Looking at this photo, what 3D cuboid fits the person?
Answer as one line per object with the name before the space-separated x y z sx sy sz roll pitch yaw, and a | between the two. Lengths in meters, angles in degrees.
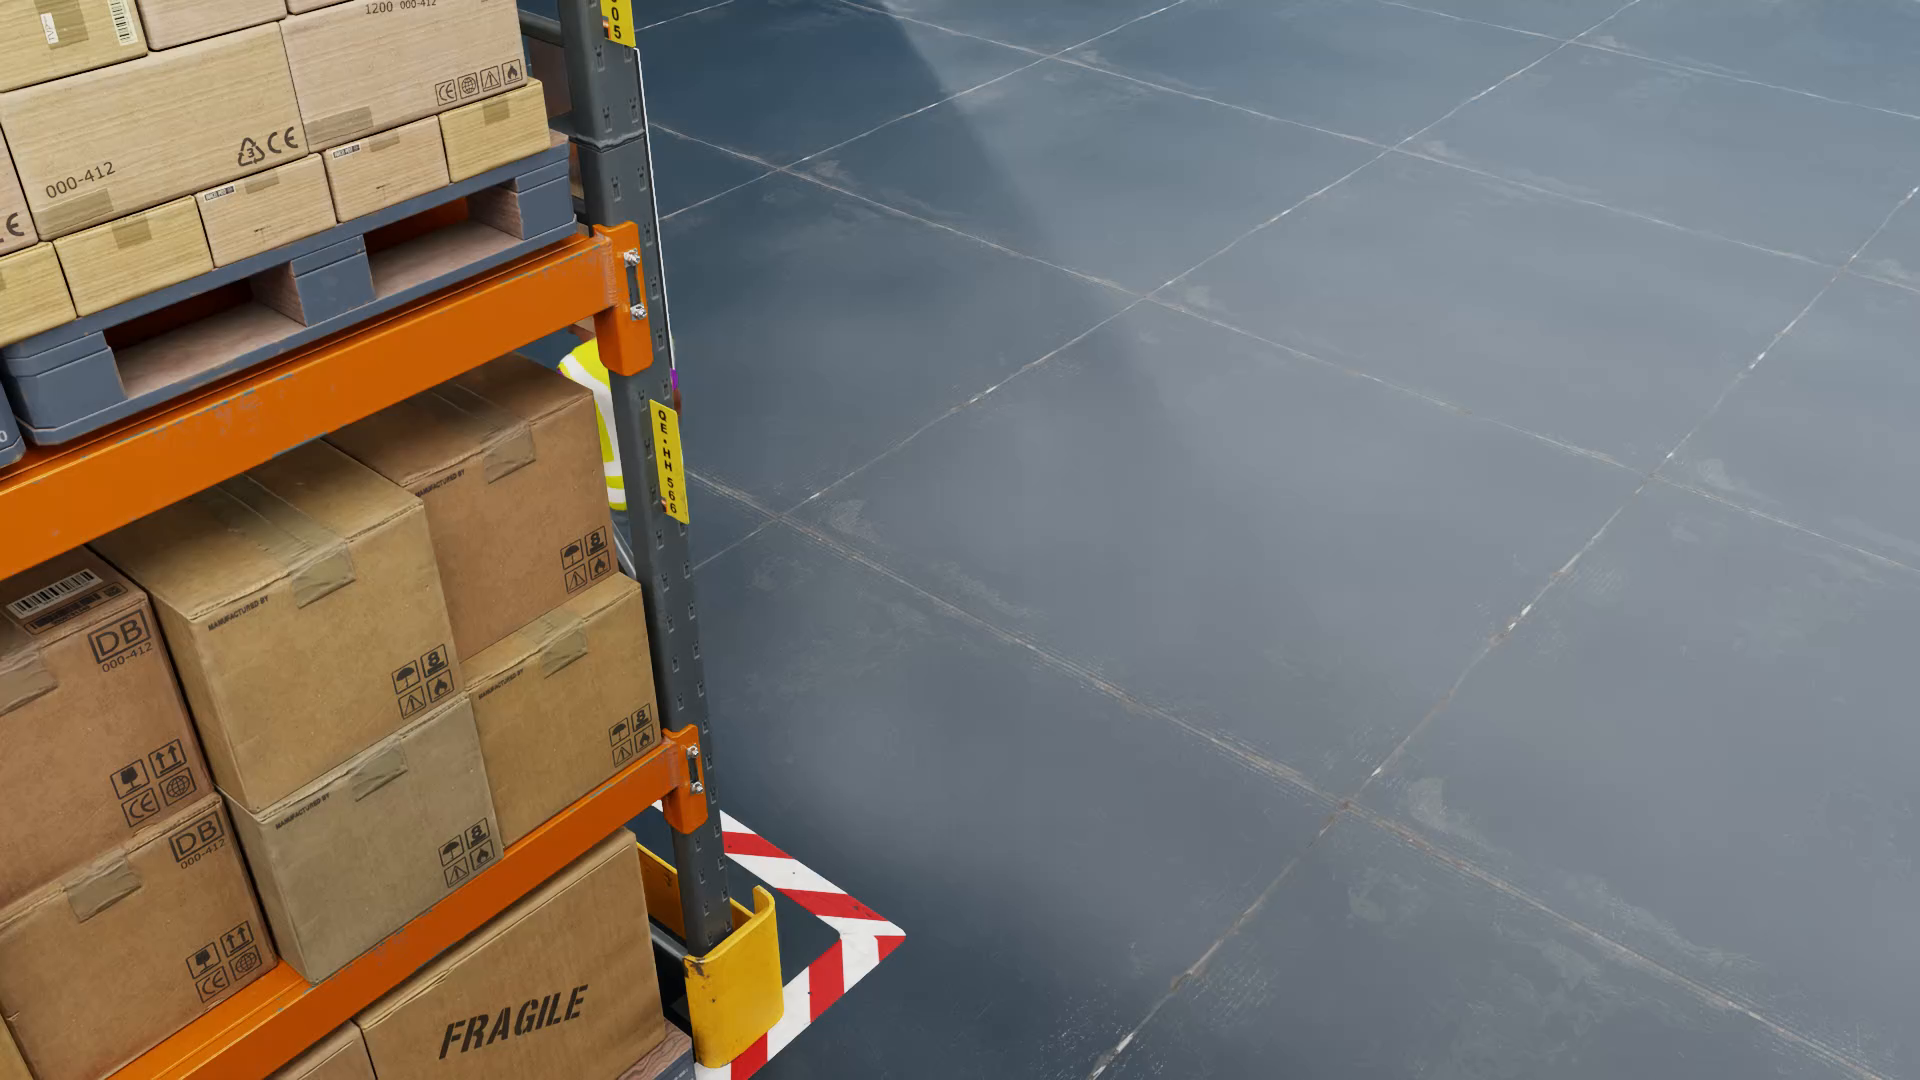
person | -1.332 -0.262 6.506 0.461 1.759 0.619 24 41 30
